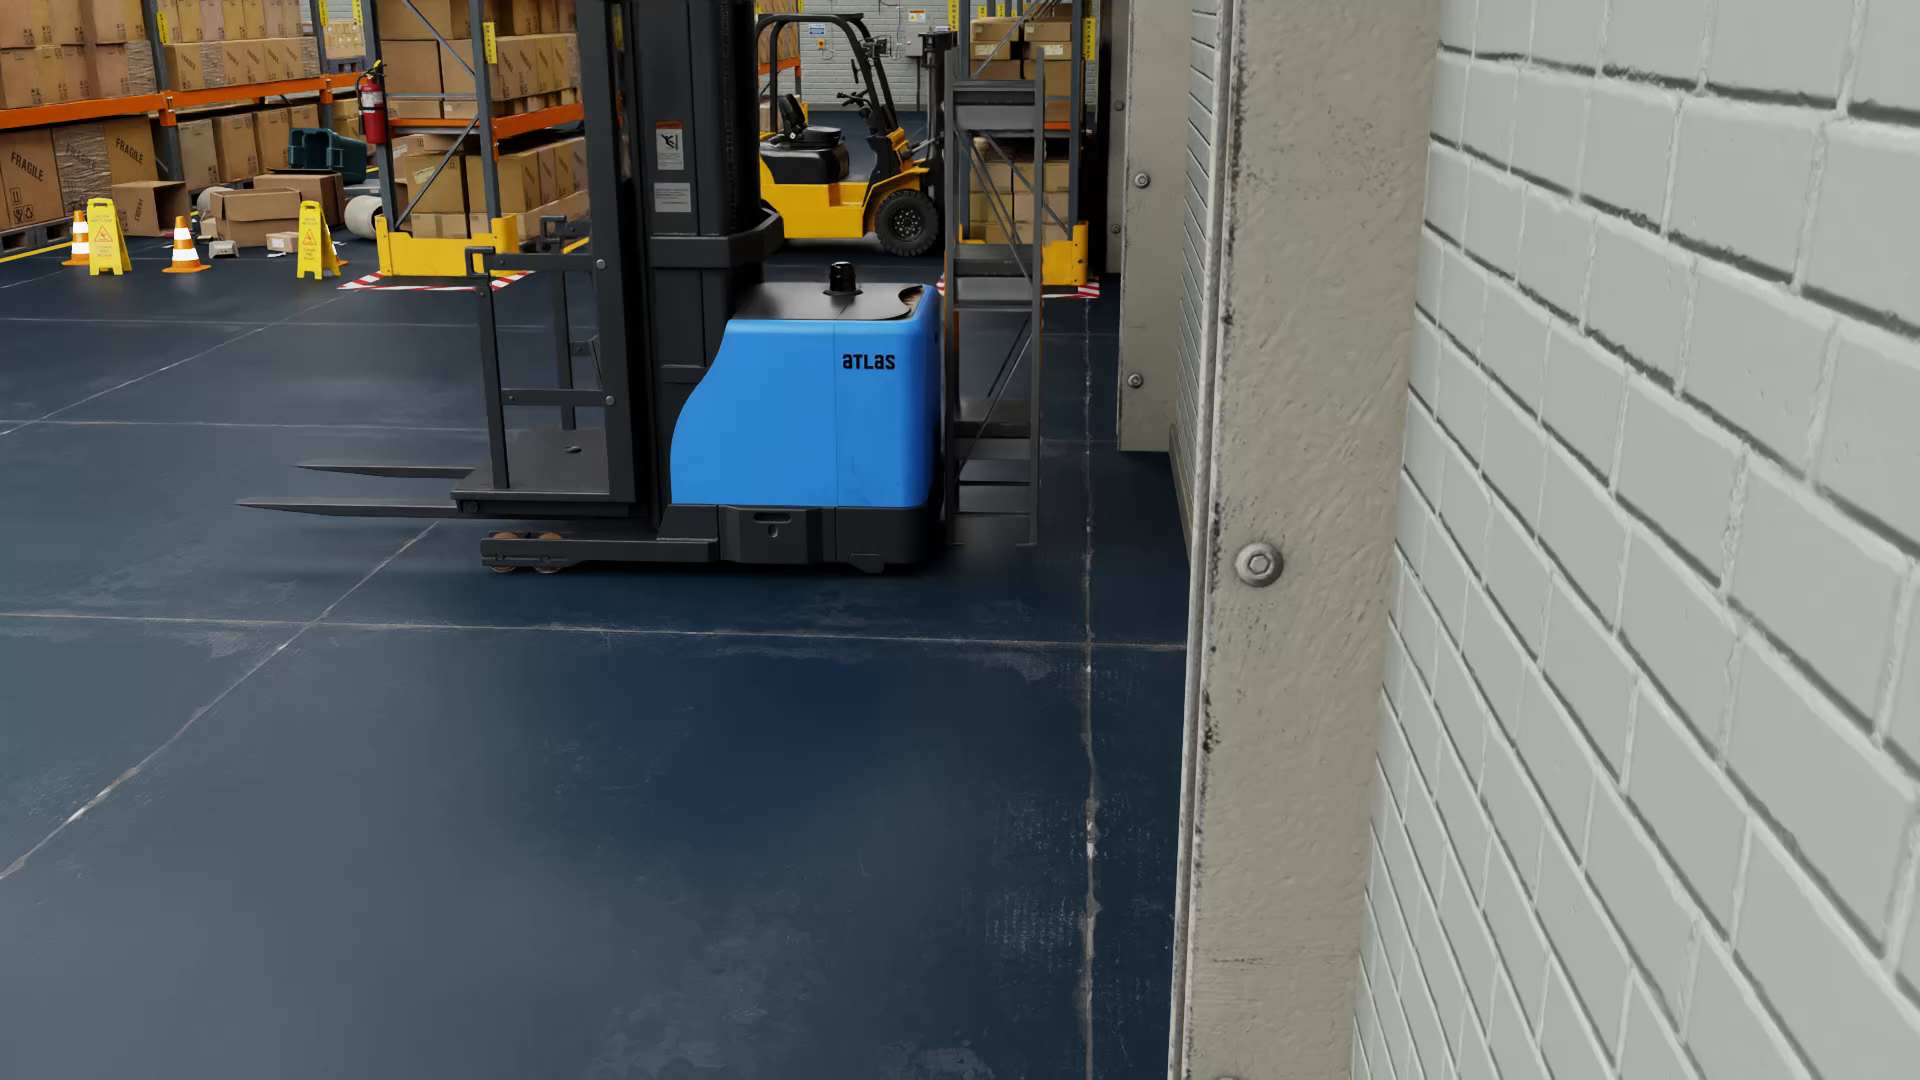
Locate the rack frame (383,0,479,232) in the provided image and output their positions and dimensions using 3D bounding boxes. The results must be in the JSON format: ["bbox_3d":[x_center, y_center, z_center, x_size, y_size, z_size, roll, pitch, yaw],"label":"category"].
[{"bbox_3d":[-4.456,-3.739,14.016,0.949,2.616,0.053,1,18,4],"label":"rack frame"}]

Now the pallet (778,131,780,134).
[{"bbox_3d":[-3.466,-6.375,26.540,1.003,0.211,1.213,1,18,4],"label":"pallet"}]

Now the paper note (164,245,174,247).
[{"bbox_3d":[-7.601,-2.843,16.052,0.144,0.017,0.142,8,20,23],"label":"paper note"}]

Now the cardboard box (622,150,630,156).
[{"bbox_3d":[-4.089,-4.318,19.331,0.950,0.372,0.625,2,18,7],"label":"cardboard box"}]

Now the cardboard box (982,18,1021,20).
[{"bbox_3d":[0.410,-4.955,16.047,0.380,0.149,0.250,1,18,3],"label":"cardboard box"}]

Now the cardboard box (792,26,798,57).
[{"bbox_3d":[-3.083,-8.600,28.691,0.500,0.500,0.500,1,18,4],"label":"cardboard box"}]

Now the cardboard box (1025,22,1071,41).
[{"bbox_3d":[0.729,-4.226,13.823,0.380,0.149,0.250,1,18,3],"label":"cardboard box"}]

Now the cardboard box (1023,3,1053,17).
[{"bbox_3d":[1.231,-8.424,26.874,0.500,0.500,0.500,2,18,5],"label":"cardboard box"}]

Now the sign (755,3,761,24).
[{"bbox_3d":[-3.057,-7.969,25.195,0.100,0.325,0.005,1,18,4],"label":"sign"}]

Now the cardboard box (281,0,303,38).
[{"bbox_3d":[-8.872,-6.686,21.245,0.700,0.500,0.500,1,18,4],"label":"cardboard box"}]

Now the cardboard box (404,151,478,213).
[{"bbox_3d":[-4.662,-3.243,15.040,0.500,0.500,0.500,1,18,4],"label":"cardboard box"}]

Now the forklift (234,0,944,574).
[{"bbox_3d":[-1.613,-1.414,7.033,3.031,2.935,1.130,1,18,3],"label":"forklift"}]

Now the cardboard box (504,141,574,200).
[{"bbox_3d":[-4.047,-3.558,16.002,0.500,0.500,0.500,2,18,5],"label":"cardboard box"}]

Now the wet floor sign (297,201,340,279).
[{"bbox_3d":[-5.540,-2.585,14.276,0.267,0.644,0.232,8,20,23],"label":"wet floor sign"}]

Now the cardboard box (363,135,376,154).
[{"bbox_3d":[-8.492,-5.685,23.294,0.500,0.500,0.500,1,18,5],"label":"cardboard box"}]

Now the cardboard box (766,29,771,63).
[{"bbox_3d":[-3.264,-7.810,26.279,0.500,0.500,0.500,1,18,4],"label":"cardboard box"}]

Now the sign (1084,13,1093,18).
[{"bbox_3d":[1.333,-5.309,17.290,0.100,0.325,0.005,1,18,4],"label":"sign"}]

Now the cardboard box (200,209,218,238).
[{"bbox_3d":[-7.403,-3.186,16.720,0.396,0.266,0.258,4,19,13],"label":"cardboard box"}]

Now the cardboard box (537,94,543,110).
[{"bbox_3d":[-4.075,-4.039,15.335,0.380,0.149,0.250,2,18,5],"label":"cardboard box"}]

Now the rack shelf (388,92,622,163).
[{"bbox_3d":[-4.316,-4.018,16.024,1.077,0.370,4.000,1,18,4],"label":"rack shelf"}]

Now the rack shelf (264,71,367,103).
[{"bbox_3d":[-8.687,-6.582,23.848,1.077,0.370,4.000,1,18,4],"label":"rack shelf"}]

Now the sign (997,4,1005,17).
[{"bbox_3d":[0.524,-6.636,21.125,0.100,0.325,0.005,1,18,4],"label":"sign"}]

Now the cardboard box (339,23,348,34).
[{"bbox_3d":[-8.565,-6.964,22.634,0.380,0.149,0.250,1,18,4],"label":"cardboard box"}]

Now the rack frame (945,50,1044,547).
[{"bbox_3d":[0.139,-0.972,7.016,0.400,2.100,0.015,1,18,2],"label":"rack frame"}]

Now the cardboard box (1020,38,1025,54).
[{"bbox_3d":[0.413,-4.574,15.361,0.380,0.149,0.250,1,18,4],"label":"cardboard box"}]

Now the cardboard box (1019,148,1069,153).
[{"bbox_3d":[0.794,-3.453,15.279,0.500,0.250,0.500,1,18,4],"label":"cardboard box"}]

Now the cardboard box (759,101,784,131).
[{"bbox_3d":[-3.383,-6.919,27.161,0.875,0.438,0.875,1,18,2],"label":"cardboard box"}]

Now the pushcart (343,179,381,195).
[{"bbox_3d":[-6.450,-3.771,18.324,1.648,0.377,0.936,-5,19,-15],"label":"pushcart"}]

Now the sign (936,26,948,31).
[{"bbox_3d":[-0.339,-10.376,34.424,0.329,0.494,0.001,1,18,4],"label":"sign"}]

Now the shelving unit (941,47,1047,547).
[{"bbox_3d":[0.150,-1.047,7.247,0.431,2.100,0.503,1,18,2],"label":"shelving unit"}]

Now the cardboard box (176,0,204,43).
[{"bbox_3d":[-9.052,-5.897,18.837,0.700,0.500,0.500,1,18,3],"label":"cardboard box"}]

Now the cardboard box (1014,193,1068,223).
[{"bbox_3d":[0.733,-2.901,14.398,0.500,0.250,0.500,2,18,5],"label":"cardboard box"}]

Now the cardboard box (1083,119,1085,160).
[{"bbox_3d":[1.430,-5.402,22.433,0.500,0.500,0.500,1,18,4],"label":"cardboard box"}]

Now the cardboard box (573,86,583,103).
[{"bbox_3d":[-3.961,-4.440,16.558,0.380,0.149,0.250,1,18,3],"label":"cardboard box"}]

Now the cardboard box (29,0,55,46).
[{"bbox_3d":[-9.307,-5.028,15.976,0.875,0.550,0.500,1,18,4],"label":"cardboard box"}]

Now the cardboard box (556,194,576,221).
[{"bbox_3d":[-4.055,-3.204,16.126,0.500,0.250,0.500,3,18,8],"label":"cardboard box"}]

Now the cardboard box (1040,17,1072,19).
[{"bbox_3d":[0.998,-5.186,16.752,0.380,0.149,0.250,1,18,2],"label":"cardboard box"}]

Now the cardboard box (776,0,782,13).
[{"bbox_3d":[-3.194,-8.603,27.095,0.500,0.500,0.500,1,18,4],"label":"cardboard box"}]

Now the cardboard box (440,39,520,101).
[{"bbox_3d":[-4.148,-4.069,14.385,0.500,0.500,0.500,1,18,3],"label":"cardboard box"}]

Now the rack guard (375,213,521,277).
[{"bbox_3d":[-4.454,-2.575,14.478,1.175,0.500,0.348,1,18,4],"label":"rack guard"}]

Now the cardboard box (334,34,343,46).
[{"bbox_3d":[-8.578,-6.754,22.470,0.380,0.149,0.250,2,18,7],"label":"cardboard box"}]

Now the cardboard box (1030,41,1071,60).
[{"bbox_3d":[0.775,-4.085,13.869,0.380,0.149,0.250,1,18,3],"label":"cardboard box"}]

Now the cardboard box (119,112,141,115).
[{"bbox_3d":[-13.509,-6.678,25.723,1.225,0.875,0.875,1,18,4],"label":"cardboard box"}]

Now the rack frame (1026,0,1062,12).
[{"bbox_3d":[1.639,-8.599,28.847,1.000,3.000,0.127,1,18,4],"label":"rack frame"}]

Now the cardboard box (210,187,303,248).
[{"bbox_3d":[-6.858,-3.155,16.243,0.797,0.503,0.637,-13,22,-34],"label":"cardboard box"}]

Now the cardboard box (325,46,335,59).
[{"bbox_3d":[-8.597,-6.517,22.225,0.380,0.149,0.250,1,18,3],"label":"cardboard box"}]

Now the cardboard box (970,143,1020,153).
[{"bbox_3d":[0.315,-3.620,15.790,0.500,0.250,0.500,1,18,3],"label":"cardboard box"}]

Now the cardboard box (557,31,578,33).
[{"bbox_3d":[-3.956,-5.027,17.308,0.500,0.500,0.500,1,18,3],"label":"cardboard box"}]

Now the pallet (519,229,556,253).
[{"bbox_3d":[-4.360,-2.689,15.290,1.003,0.211,1.213,1,18,4],"label":"pallet"}]

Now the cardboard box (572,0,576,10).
[{"bbox_3d":[-4.328,-6.041,18.687,0.380,0.149,0.250,1,18,2],"label":"cardboard box"}]

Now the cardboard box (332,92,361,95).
[{"bbox_3d":[-8.936,-6.366,24.169,0.500,0.250,0.500,2,18,6],"label":"cardboard box"}]

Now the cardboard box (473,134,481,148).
[{"bbox_3d":[-4.681,-3.745,15.529,0.380,0.149,0.250,2,18,5],"label":"cardboard box"}]

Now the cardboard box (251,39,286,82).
[{"bbox_3d":[-8.668,-5.894,20.433,0.500,0.500,0.500,1,18,3],"label":"cardboard box"}]

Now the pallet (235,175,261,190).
[{"bbox_3d":[-9.052,-4.357,20.380,1.003,0.211,1.213,1,18,4],"label":"pallet"}]

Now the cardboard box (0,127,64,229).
[{"bbox_3d":[-9.360,-3.493,16.005,0.875,0.875,0.875,1,18,3],"label":"cardboard box"}]
